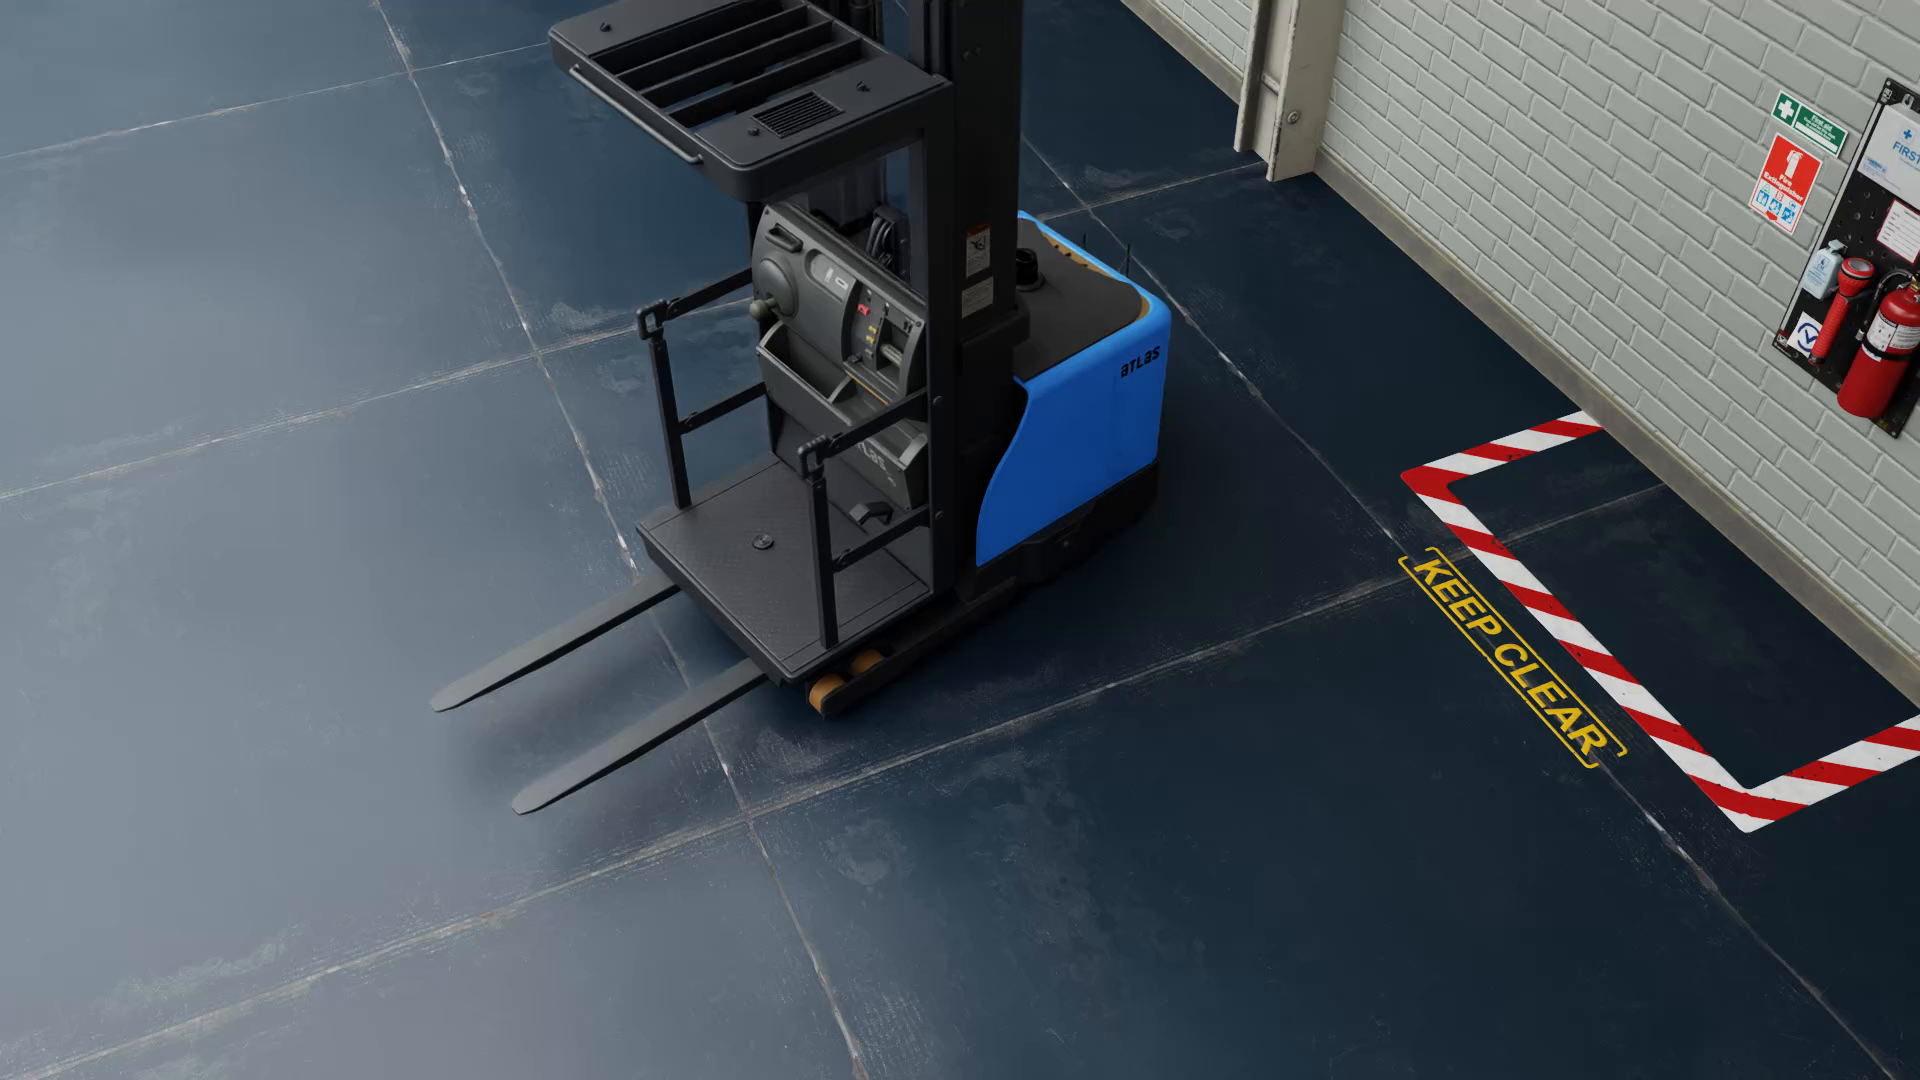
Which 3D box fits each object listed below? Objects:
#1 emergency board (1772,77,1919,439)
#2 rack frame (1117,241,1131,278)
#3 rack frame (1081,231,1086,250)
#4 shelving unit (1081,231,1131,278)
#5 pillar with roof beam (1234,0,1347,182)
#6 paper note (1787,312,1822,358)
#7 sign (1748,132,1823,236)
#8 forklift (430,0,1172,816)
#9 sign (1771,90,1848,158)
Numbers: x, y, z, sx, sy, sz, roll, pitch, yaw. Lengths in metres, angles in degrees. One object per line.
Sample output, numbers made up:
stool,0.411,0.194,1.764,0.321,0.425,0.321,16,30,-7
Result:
emergency board,3.278,-0.960,5.956,0.194,1.169,0.643,-18,47,-17
rack frame,0.684,-0.884,7.374,0.006,0.900,0.240,17,47,16
rack frame,0.497,-0.940,7.431,0.006,0.900,0.240,17,47,16
shelving unit,0.590,-0.912,7.402,0.210,0.900,0.258,17,47,16
pillar with roof beam,-2.147,-4.061,4.828,9.100,9.000,0.400,-18,47,-17
paper note,3.266,-0.779,6.400,0.016,0.148,0.142,-18,47,-17
sign,3.139,-1.355,6.331,0.001,0.329,0.234,-18,47,-17
forklift,-0.603,-0.784,5.826,3.031,2.935,1.130,-31,52,-27
sign,3.132,-1.538,6.139,0.001,0.109,0.331,-18,47,-17
